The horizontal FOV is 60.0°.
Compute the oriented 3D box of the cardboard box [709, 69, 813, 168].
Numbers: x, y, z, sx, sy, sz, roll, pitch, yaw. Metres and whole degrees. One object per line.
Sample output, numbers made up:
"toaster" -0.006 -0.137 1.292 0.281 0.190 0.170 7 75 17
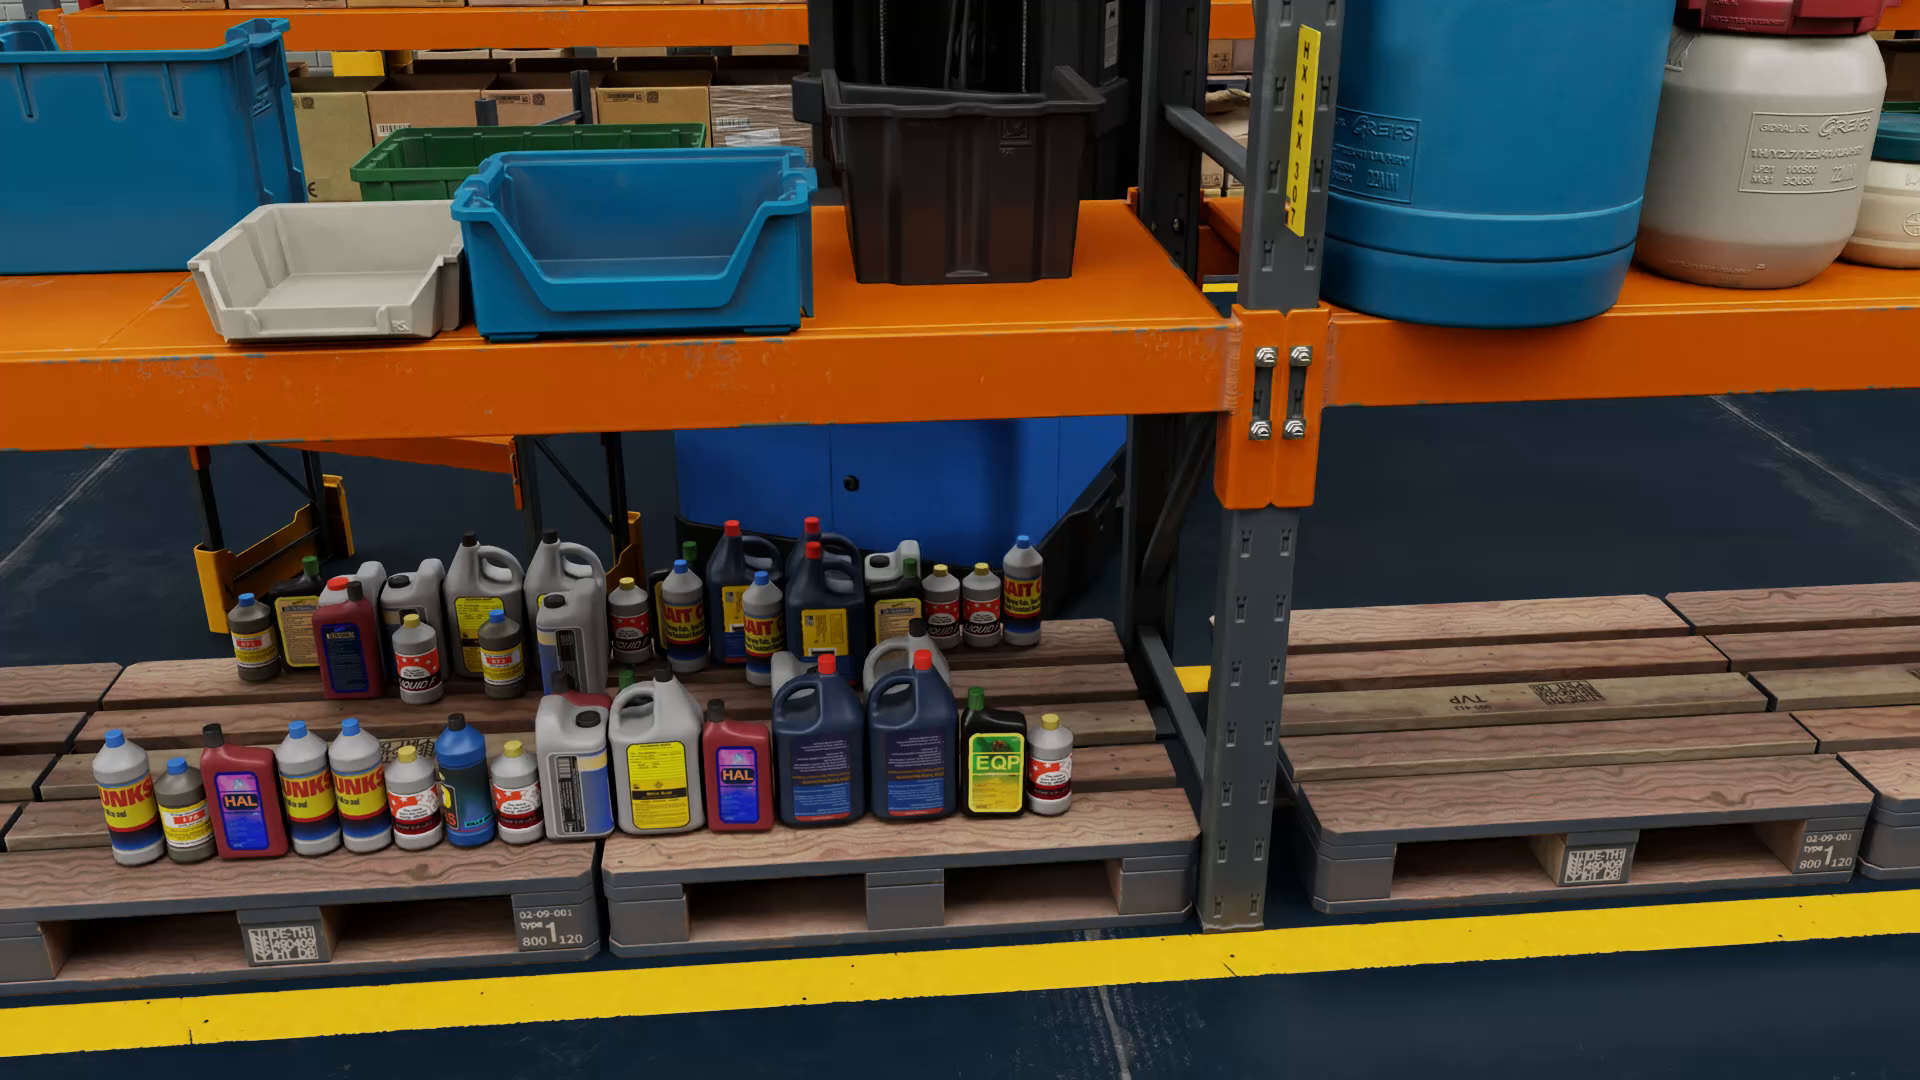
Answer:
"cardboard box" -0.907 -1.921 7.824 0.500 0.500 0.500 -2 24 -5

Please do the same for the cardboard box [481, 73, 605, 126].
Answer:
"cardboard box" -1.900 -1.874 7.717 0.500 0.500 0.500 -2 24 -5

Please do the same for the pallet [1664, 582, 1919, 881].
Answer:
"pallet" 2.509 0.414 4.058 1.213 0.211 1.003 -2 24 -5

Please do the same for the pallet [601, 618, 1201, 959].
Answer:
"pallet" -0.158 0.521 3.817 1.213 0.211 1.003 -2 24 -5

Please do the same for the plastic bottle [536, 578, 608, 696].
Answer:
"plastic bottle" -0.900 0.229 3.854 0.135 0.276 0.152 -2 24 -5

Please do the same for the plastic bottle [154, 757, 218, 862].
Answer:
"plastic bottle" -1.528 0.524 3.281 0.097 0.201 0.097 0 24 0

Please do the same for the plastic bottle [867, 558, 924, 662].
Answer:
"plastic bottle" -0.153 0.180 3.955 0.133 0.283 0.061 -2 24 -5

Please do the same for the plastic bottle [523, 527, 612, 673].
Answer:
"plastic bottle" -0.940 0.136 3.971 0.185 0.351 0.144 -2 24 -6

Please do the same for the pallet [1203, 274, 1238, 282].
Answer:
"pallet" 0.761 -1.536 8.446 1.213 0.211 1.003 -2 24 -5

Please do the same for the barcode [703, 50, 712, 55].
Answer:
"barcode" -1.937 -3.722 12.763 0.075 0.075 0.001 -2 24 -5

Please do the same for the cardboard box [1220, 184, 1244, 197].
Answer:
"cardboard box" 1.482 -1.658 8.156 0.500 0.250 0.500 -3 24 -7

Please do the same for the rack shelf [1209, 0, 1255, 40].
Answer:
"rack shelf" 2.022 -2.516 8.103 4.000 0.370 1.077 -2 24 -5

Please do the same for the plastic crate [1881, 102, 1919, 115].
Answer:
"plastic crate" 2.220 -0.850 3.729 0.662 0.188 0.450 -2 24 -5

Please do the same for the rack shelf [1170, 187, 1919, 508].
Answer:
"rack shelf" 2.505 -0.514 3.599 4.000 0.370 1.077 -2 24 -5

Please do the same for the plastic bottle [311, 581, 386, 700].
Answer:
"plastic bottle" -1.417 0.231 3.841 0.133 0.283 0.061 -2 24 -5

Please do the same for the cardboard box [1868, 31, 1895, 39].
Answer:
"cardboard box" 6.868 -4.218 13.175 0.750 0.750 0.750 -2 24 -5

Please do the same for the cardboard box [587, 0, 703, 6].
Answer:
"cardboard box" -1.433 -2.748 7.617 0.500 0.500 0.700 -2 24 -4

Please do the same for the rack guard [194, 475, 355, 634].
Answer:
"rack guard" -1.995 0.032 4.870 0.087 0.250 0.587 7 25 15

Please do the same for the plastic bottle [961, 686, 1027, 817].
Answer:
"plastic bottle" 0.069 0.430 3.392 0.133 0.283 0.061 -1 24 -3

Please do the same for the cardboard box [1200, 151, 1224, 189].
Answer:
"cardboard box" 0.966 -1.890 7.988 0.500 0.311 0.500 -3 24 -6

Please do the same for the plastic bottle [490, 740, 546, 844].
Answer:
"plastic bottle" -0.887 0.498 3.339 0.097 0.201 0.097 0 24 0

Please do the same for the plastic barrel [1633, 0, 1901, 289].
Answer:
"plastic barrel" 1.489 -0.774 3.132 0.433 0.535 0.433 0 24 0

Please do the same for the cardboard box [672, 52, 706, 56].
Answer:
"cardboard box" -2.052 -3.610 12.646 0.250 0.149 0.380 -4 24 -9

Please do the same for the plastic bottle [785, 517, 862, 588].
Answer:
"plastic bottle" -0.329 0.111 4.026 0.185 0.351 0.144 -2 24 -4

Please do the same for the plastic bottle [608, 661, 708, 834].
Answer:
"plastic bottle" -0.610 0.409 3.355 0.185 0.351 0.144 -2 24 -5

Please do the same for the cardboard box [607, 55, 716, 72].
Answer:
"cardboard box" -1.456 -2.111 8.252 0.500 0.500 0.500 -2 24 -5

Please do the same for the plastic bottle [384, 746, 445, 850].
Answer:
"plastic bottle" -1.092 0.507 3.321 0.097 0.201 0.097 0 24 0

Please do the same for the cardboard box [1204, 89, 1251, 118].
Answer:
"cardboard box" 1.421 -2.131 8.529 0.500 0.311 0.500 -2 24 -5

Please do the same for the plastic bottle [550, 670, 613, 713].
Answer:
"plastic bottle" -0.783 0.402 3.455 0.133 0.283 0.061 -2 24 -5

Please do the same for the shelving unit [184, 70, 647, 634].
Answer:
"shelving unit" -1.517 -0.482 4.489 1.083 1.500 0.587 7 25 15

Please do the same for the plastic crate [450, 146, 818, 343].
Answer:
"plastic crate" -0.560 -0.541 2.957 0.616 0.251 0.499 -2 24 -5

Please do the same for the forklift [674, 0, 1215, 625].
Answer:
"forklift" 0.203 -1.610 5.263 1.130 2.935 3.031 9 25 19

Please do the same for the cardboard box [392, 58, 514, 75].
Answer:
"cardboard box" -2.451 -2.071 8.161 0.500 0.500 0.500 -2 24 -5

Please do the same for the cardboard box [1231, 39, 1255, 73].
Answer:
"cardboard box" 2.286 -3.962 13.007 0.500 0.500 0.700 -2 24 -5

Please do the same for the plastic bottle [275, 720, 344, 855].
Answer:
"plastic bottle" -1.290 0.483 3.289 0.097 0.271 0.097 0 24 0

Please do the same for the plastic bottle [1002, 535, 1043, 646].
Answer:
"plastic bottle" 0.155 0.119 4.108 0.097 0.271 0.097 0 24 0

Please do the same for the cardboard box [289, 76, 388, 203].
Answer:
"cardboard box" -2.896 -1.836 7.632 0.500 0.500 0.500 -2 24 -5

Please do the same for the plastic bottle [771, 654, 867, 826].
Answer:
"plastic bottle" -0.289 0.397 3.384 0.185 0.351 0.144 -3 24 -8

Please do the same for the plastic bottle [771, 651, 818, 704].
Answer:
"plastic bottle" -0.328 0.372 3.532 0.135 0.276 0.152 -2 24 -5

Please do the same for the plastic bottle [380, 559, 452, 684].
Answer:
"plastic bottle" -1.290 0.186 3.951 0.135 0.276 0.152 -3 24 -7

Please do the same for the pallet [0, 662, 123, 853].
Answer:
"pallet" -2.586 0.619 3.598 1.213 0.211 1.003 -2 24 -5

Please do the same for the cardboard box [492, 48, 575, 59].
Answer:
"cardboard box" -3.175 -3.594 12.411 0.500 0.311 0.500 0 24 -1

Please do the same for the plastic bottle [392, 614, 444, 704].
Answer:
"plastic bottle" -1.259 0.269 3.855 0.097 0.201 0.097 0 24 0

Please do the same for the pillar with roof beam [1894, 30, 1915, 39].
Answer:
"pillar with roof beam" 8.537 -6.465 8.717 0.400 9.000 9.100 -2 24 -5

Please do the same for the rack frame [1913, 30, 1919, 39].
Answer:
"rack frame" 7.502 -5.086 13.001 0.127 3.000 1.000 -2 24 -5

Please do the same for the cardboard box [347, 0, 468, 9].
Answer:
"cardboard box" -2.466 -2.705 7.519 0.500 0.500 0.700 -2 24 -5

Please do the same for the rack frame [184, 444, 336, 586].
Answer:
"rack frame" -2.013 -0.541 4.621 0.032 1.500 0.500 7 25 15

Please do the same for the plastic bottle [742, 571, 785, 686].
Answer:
"plastic bottle" -0.462 0.202 3.920 0.097 0.271 0.097 0 24 0

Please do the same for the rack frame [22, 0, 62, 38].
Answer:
"rack frame" -3.949 -2.605 7.418 0.127 3.000 1.000 -2 24 -5

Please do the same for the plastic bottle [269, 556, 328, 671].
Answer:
"plastic bottle" -1.567 0.175 3.967 0.133 0.283 0.061 -2 24 -4

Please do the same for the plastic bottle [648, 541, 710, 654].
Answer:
"plastic bottle" -0.685 0.139 4.046 0.133 0.283 0.061 -1 24 -3

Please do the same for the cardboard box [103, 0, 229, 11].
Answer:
"cardboard box" -3.483 -2.664 7.428 0.500 0.500 0.700 -2 24 -5

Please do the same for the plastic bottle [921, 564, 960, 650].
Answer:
"plastic bottle" -0.048 0.159 4.104 0.097 0.201 0.097 0 24 0

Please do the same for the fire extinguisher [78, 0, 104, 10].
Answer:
"fire extinguisher" -4.112 -2.753 7.846 0.183 0.674 0.296 -2 24 -5

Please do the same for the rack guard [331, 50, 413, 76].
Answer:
"rack guard" -4.364 -3.468 12.437 0.348 0.500 1.175 -2 24 -5

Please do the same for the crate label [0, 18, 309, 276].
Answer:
"crate label" -1.661 -0.802 3.318 0.616 0.435 0.502 -2 24 -5
